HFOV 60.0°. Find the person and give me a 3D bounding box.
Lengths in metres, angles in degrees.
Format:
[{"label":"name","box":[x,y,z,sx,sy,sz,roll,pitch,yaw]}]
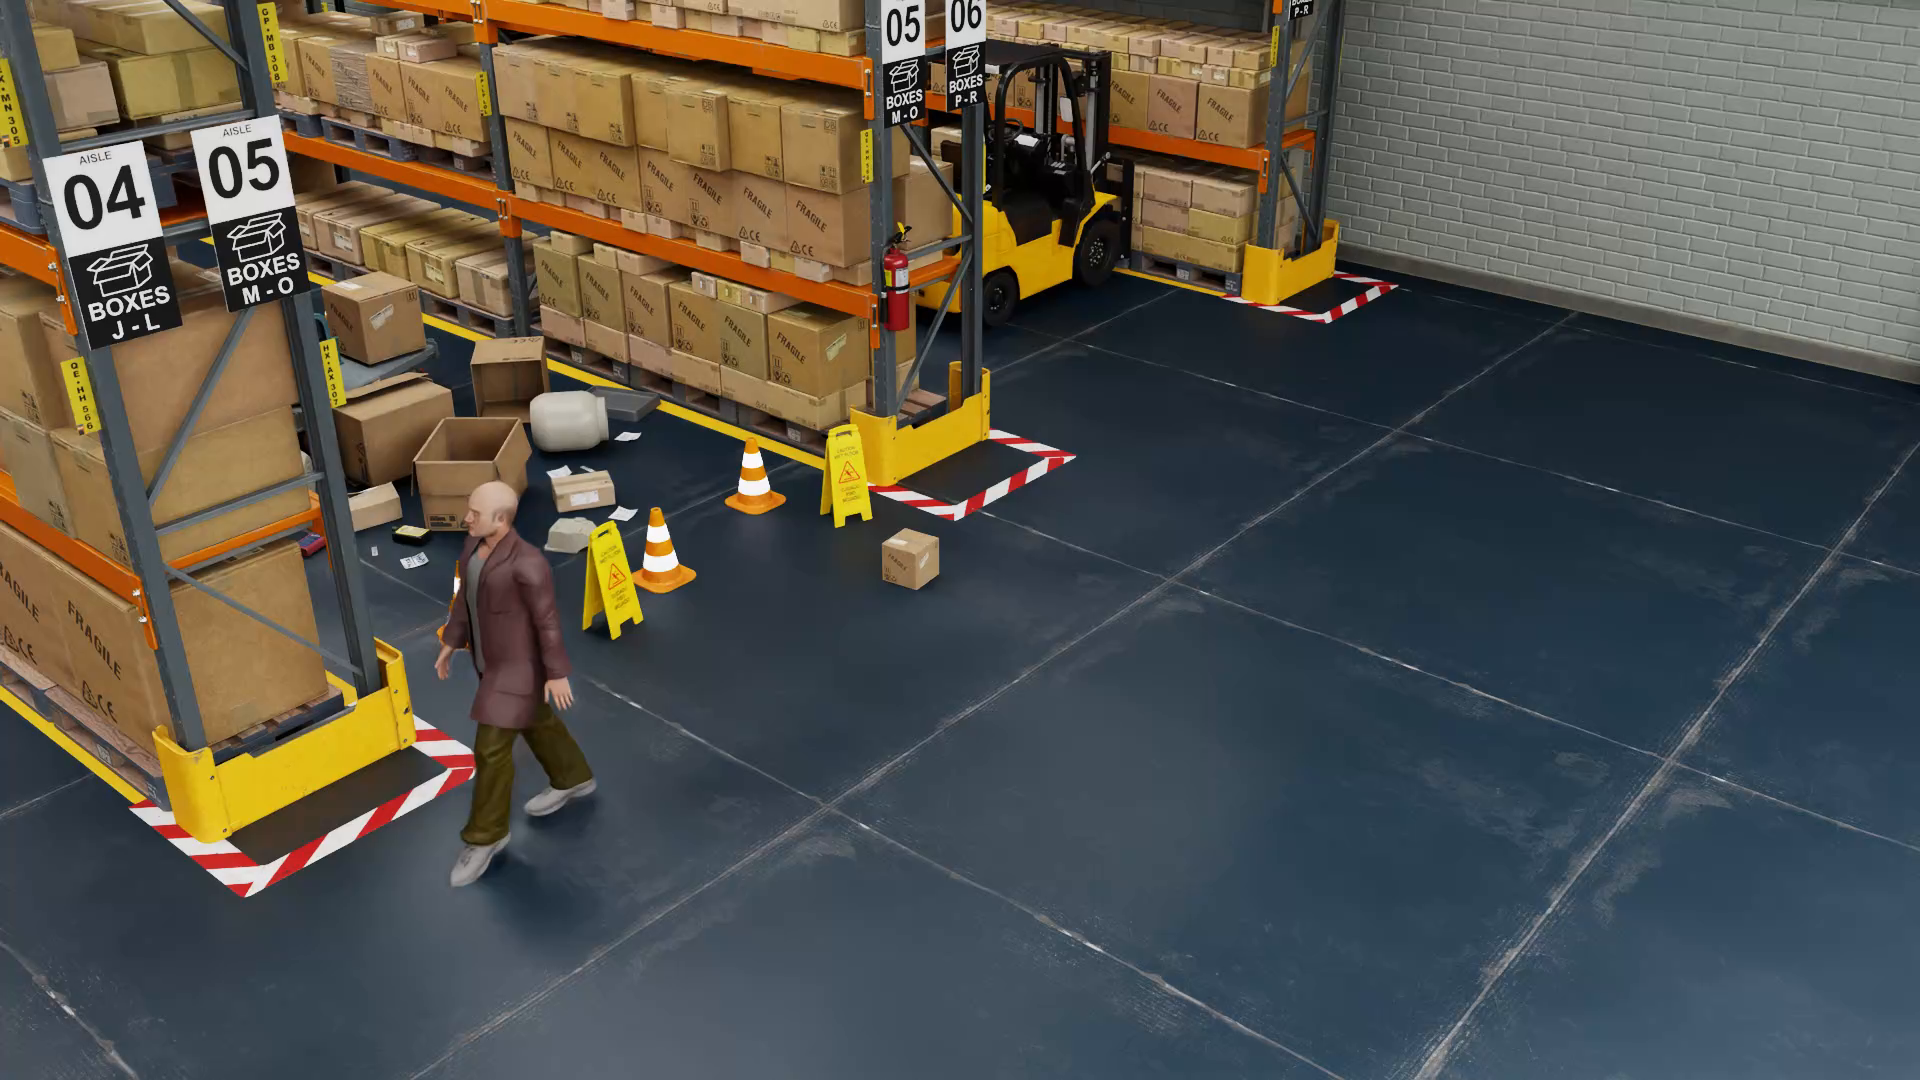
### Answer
[{"label":"person","box":[-2.094,0.587,7.487,0.859,1.807,0.642,-21,34,-35]}]
